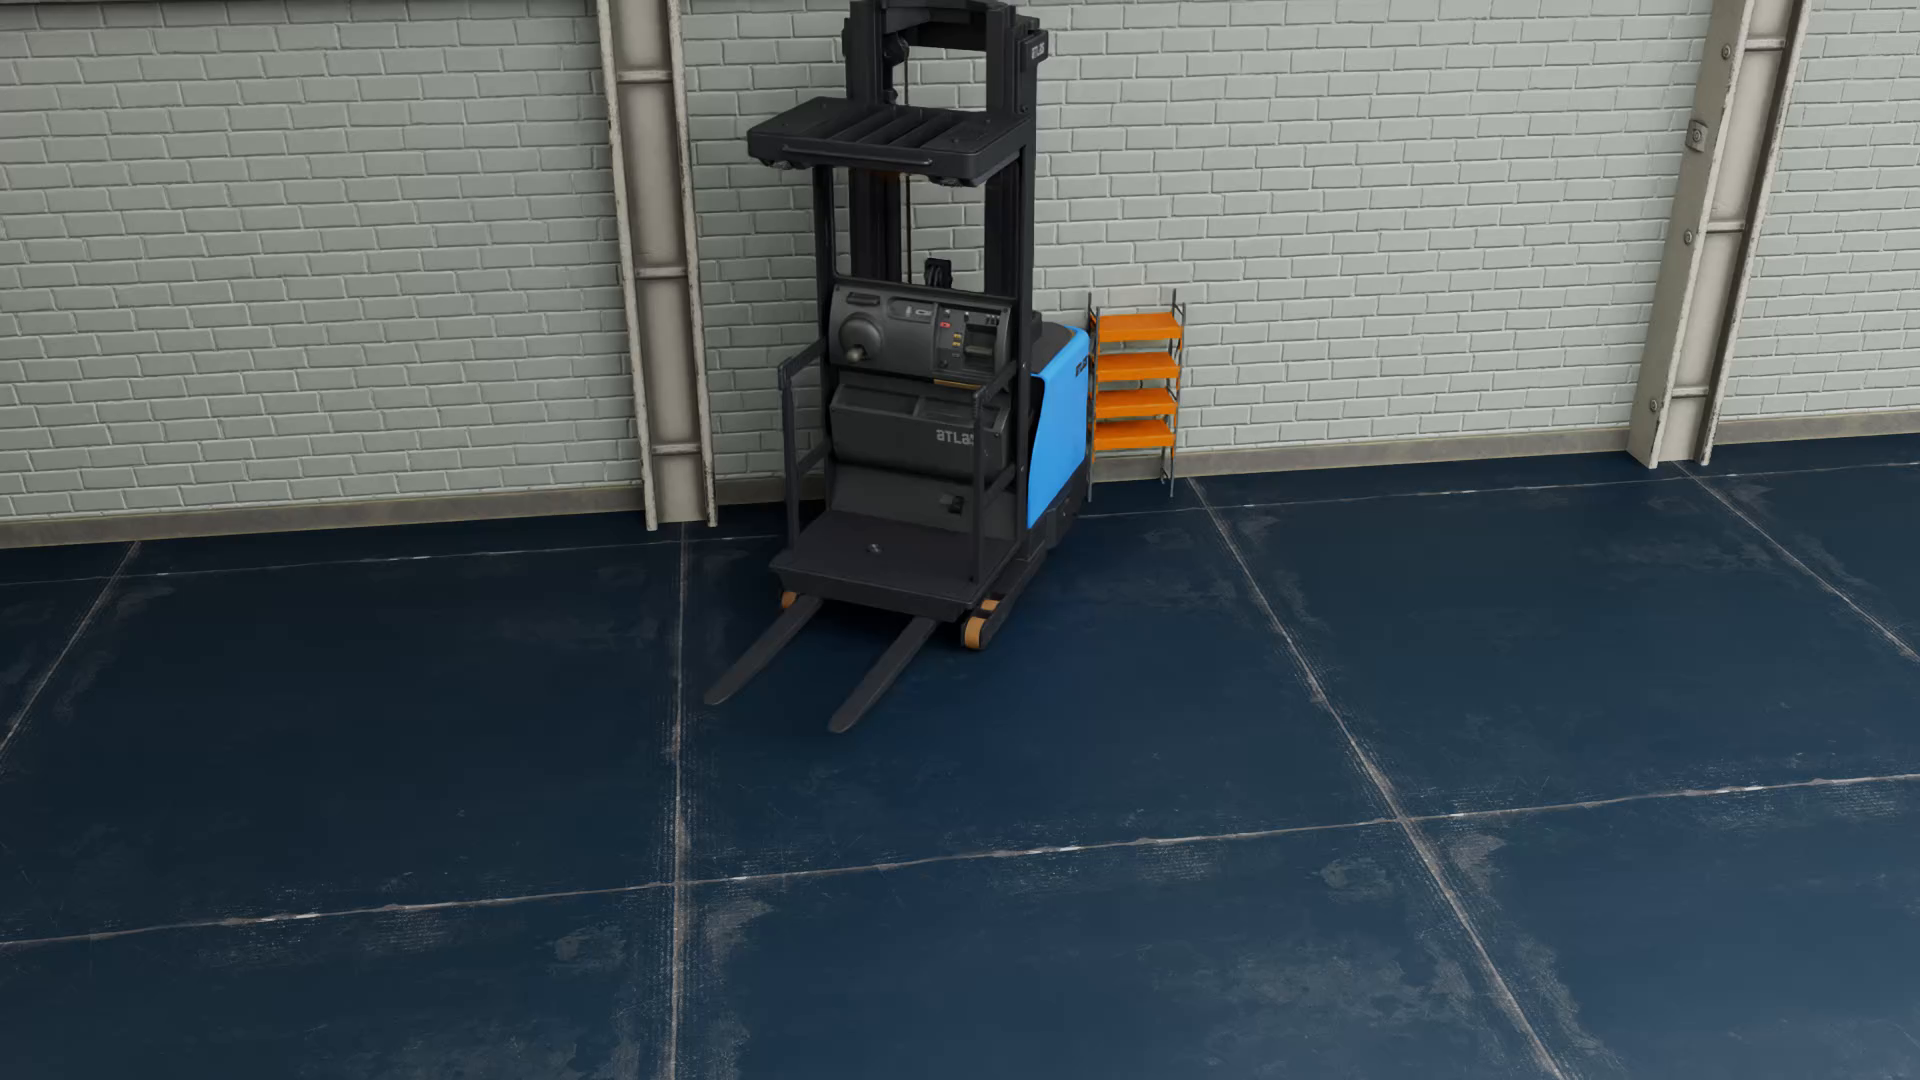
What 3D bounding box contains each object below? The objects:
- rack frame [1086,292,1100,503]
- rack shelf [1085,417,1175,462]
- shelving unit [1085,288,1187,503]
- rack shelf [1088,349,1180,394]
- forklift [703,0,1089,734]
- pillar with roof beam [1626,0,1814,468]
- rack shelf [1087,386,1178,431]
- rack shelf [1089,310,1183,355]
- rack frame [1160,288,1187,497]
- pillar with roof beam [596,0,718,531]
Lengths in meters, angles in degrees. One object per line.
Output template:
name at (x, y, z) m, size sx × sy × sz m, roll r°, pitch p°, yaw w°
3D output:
rack frame at (0.740, -0.803, 9.492) m, size 0.015 × 1.200 × 0.240 m, roll -4°, pitch 28°, yaw -8°
rack shelf at (0.980, -0.584, 9.650) m, size 0.480 × 0.148 × 0.258 m, roll -4°, pitch 28°, yaw -8°
shelving unit at (0.981, -0.819, 9.524) m, size 0.503 × 1.200 × 0.258 m, roll -4°, pitch 28°, yaw -8°
rack shelf at (0.982, -0.956, 9.450) m, size 0.480 × 0.148 × 0.258 m, roll -4°, pitch 28°, yaw -8°
forklift at (-0.278, -0.976, 7.941) m, size 1.130 × 2.935 × 3.031 m, roll 10°, pitch 29°, yaw 19°
pillar with roof beam at (4.955, -2.574, 4.410) m, size 0.400 × 9.000 × 9.100 m, roll -4°, pitch 27°, yaw -7°
rack shelf at (0.981, -0.759, 9.556) m, size 0.480 × 0.148 × 0.258 m, roll -4°, pitch 28°, yaw -8°
rack shelf at (0.983, -1.165, 9.338) m, size 0.480 × 0.148 × 0.258 m, roll -4°, pitch 28°, yaw -8°
rack frame at (1.223, -0.834, 9.556) m, size 0.015 × 1.200 × 0.240 m, roll -4°, pitch 28°, yaw -8°
pillar with roof beam at (-0.987, -2.193, 3.666) m, size 0.400 × 9.000 × 9.100 m, roll -4°, pitch 27°, yaw -7°
